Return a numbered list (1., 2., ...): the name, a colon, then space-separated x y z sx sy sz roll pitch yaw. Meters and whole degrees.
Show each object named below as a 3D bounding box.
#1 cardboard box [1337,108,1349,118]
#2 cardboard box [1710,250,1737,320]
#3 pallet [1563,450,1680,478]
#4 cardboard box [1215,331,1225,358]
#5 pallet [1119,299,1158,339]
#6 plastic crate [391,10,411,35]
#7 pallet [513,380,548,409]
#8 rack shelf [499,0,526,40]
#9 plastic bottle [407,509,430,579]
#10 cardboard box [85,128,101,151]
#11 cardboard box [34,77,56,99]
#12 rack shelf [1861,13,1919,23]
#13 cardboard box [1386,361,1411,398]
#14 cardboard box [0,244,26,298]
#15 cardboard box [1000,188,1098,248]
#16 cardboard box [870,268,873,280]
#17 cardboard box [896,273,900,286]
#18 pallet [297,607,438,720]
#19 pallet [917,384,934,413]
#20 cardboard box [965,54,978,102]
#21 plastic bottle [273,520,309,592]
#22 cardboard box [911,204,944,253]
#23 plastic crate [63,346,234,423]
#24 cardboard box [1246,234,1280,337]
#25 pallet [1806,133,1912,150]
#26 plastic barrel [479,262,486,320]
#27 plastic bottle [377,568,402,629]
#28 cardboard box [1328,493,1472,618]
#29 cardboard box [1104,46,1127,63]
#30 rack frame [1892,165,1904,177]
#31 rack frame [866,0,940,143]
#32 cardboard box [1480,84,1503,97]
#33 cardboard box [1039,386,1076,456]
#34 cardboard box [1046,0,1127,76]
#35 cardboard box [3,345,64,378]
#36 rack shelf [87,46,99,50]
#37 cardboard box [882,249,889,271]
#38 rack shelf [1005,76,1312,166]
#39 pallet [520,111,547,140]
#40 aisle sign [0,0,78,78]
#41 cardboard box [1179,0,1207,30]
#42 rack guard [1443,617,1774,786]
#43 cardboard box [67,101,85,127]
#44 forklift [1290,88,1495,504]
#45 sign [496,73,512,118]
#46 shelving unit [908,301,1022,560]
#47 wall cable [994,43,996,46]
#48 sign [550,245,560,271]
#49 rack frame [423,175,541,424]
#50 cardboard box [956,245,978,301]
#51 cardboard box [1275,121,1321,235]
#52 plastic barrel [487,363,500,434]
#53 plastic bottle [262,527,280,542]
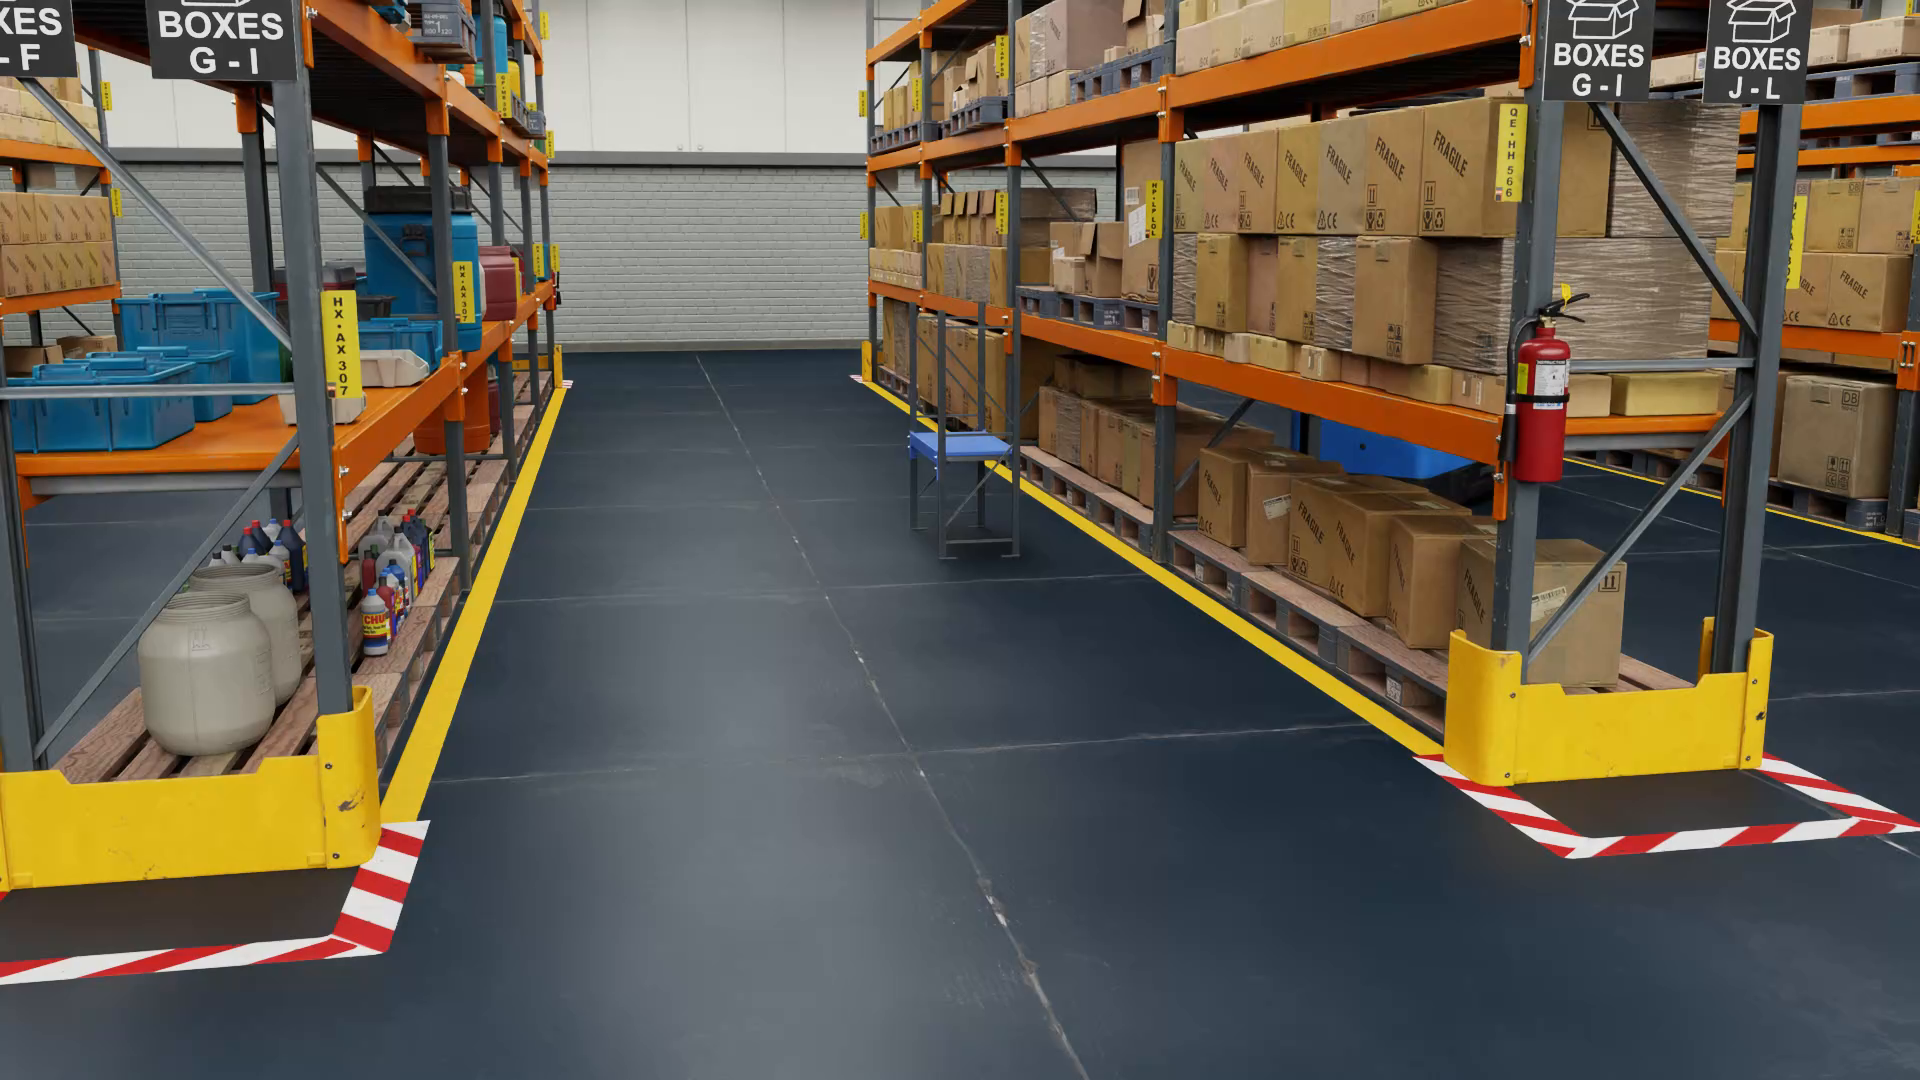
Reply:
1. cardboard box: 4.560 -4.798 18.927 0.500 0.250 0.500 -3 11 -13
2. cardboard box: 5.884 -1.928 12.536 0.500 0.500 0.500 -2 11 -12
3. pallet: 5.847 -0.731 13.972 1.003 0.211 1.213 -2 11 -11
4. cardboard box: 1.577 -1.042 8.822 0.380 0.149 0.250 -2 11 -11
5. pallet: 1.654 -1.404 10.563 1.003 0.211 1.213 -2 11 -11
6. plastic crate: -2.489 -2.237 7.109 0.243 0.136 0.396 -2 11 -11
7. pallet: -5.176 -1.628 18.683 1.003 0.211 1.213 -2 11 -11
8. rack shelf: -4.365 -4.670 14.160 1.077 0.370 4.000 -2 11 -11
9. plastic bottle: -2.790 0.020 8.476 0.144 0.351 0.185 -2 11 -13
10. cardboard box: -10.033 -4.509 18.744 0.500 0.250 0.500 -2 11 -11
11. cardboard box: -10.059 -4.932 17.621 0.700 0.500 0.500 -2 11 -11
12. rack shelf: 10.214 -5.211 17.000 1.077 0.370 4.000 -2 11 -11
13. cardboard box: 2.000 -0.677 6.901 0.380 0.149 0.250 -2 11 -11
14. cardboard box: -9.445 -2.613 16.135 0.500 0.500 0.500 -2 11 -10
15. cardboard box: 0.756 -2.763 14.240 0.797 0.503 0.637 -2 11 -9
16. cardboard box: -0.928 -3.353 20.963 0.380 0.149 0.250 -2 11 -10
17. cardboard box: -0.527 -2.976 18.983 0.380 0.149 0.250 -2 11 -12
18. pallet: -2.868 0.546 7.262 1.003 0.211 1.213 -2 11 -11
19. pallet: 0.033 -1.592 18.498 1.003 0.211 1.213 -2 11 -11
20. cardboard box: 0.464 -4.191 15.270 0.797 0.503 0.637 -2 11 -12
21. plastic bottle: -3.307 0.071 8.212 0.144 0.351 0.185 -2 11 -11
22. cardboard box: -0.247 -3.335 17.798 0.500 0.500 0.500 -2 11 -9
23. plastic crate: -2.932 -0.566 6.046 0.499 0.251 0.408 -2 11 -11
24. cardboard box: 1.946 -1.282 8.347 0.875 0.500 0.500 -2 11 -11
25. pallet: 10.052 -4.393 18.247 0.805 0.209 1.217 -3 11 -13
26. plastic barrel: -3.566 -1.780 11.728 0.421 0.512 0.421 0 11 0
27. plastic bottle: -2.553 0.260 7.428 0.097 0.271 0.097 0 11 0
28. cardboard box: 2.080 0.064 7.902 0.500 0.500 0.500 -1 11 -6
29. cardboard box: 1.198 -3.258 11.271 0.380 0.166 0.250 -2 11 -13
30. rack frame: 13.915 -4.095 24.190 1.000 3.000 0.127 -2 11 -11
31. rack frame: -0.674 -6.501 20.783 1.000 3.000 0.127 -2 11 -11
32. cardboard box: 5.204 -4.049 15.660 0.500 0.500 0.500 -2 11 -11
33. cardboard box: 1.032 -0.952 13.186 0.700 0.500 0.500 -3 11 -14
34. cardboard box: 0.921 -3.574 11.824 0.500 0.500 0.500 -2 11 -13
35. cardboard box: -9.984 -1.795 17.602 0.797 0.503 0.637 -2 11 -11
36. rack shelf: -10.002 -5.419 17.035 1.077 0.370 4.000 -2 11 -11
37. cardboard box: -0.643 -3.341 19.832 0.500 0.250 0.500 -2 11 -13
38. rack shelf: 1.271 -2.840 11.495 1.077 0.370 4.000 -2 11 -11
39. pallet: -4.506 -3.880 15.544 1.213 0.211 1.003 -2 11 -11
40. aisle sign: -2.697 -1.692 4.611 0.394 0.787 0.004 -2 11 -11
41. cardboard box: 1.421 -2.878 9.105 0.380 0.149 0.250 -2 11 -13
42. rack guard: 2.424 0.595 6.234 1.175 0.500 0.348 -2 11 -11
43. cardboard box: -9.944 -4.663 18.214 0.500 0.250 0.500 -2 11 -11
44. forklift: 3.570 -1.824 12.441 1.130 2.935 3.031 7 13 34
45. sign: -3.438 -3.350 12.530 0.100 0.325 0.005 -2 11 -11
46. shelving unit: 0.017 -0.721 10.474 0.538 1.500 1.048 -2 11 -11
47. wall cable: 1.608 -9.243 26.590 2.277 5.999 0.120 -2 11 -11
48. sign: -4.996 -3.477 20.503 0.100 0.325 0.005 -2 11 -11
49. rack frame: -4.754 -2.640 16.544 1.000 3.000 0.127 -2 11 -11
50. cardboard box: 0.250 -2.497 15.526 0.500 0.500 0.500 -2 11 -10
51. cardboard box: 1.802 -1.673 7.725 0.500 0.500 0.500 -2 11 -11
52. plastic barrel: -4.308 -1.224 14.432 0.600 0.588 0.708 -2 11 -11
53. plastic bottle: -3.476 0.082 8.351 0.152 0.276 0.135 -2 11 -9
